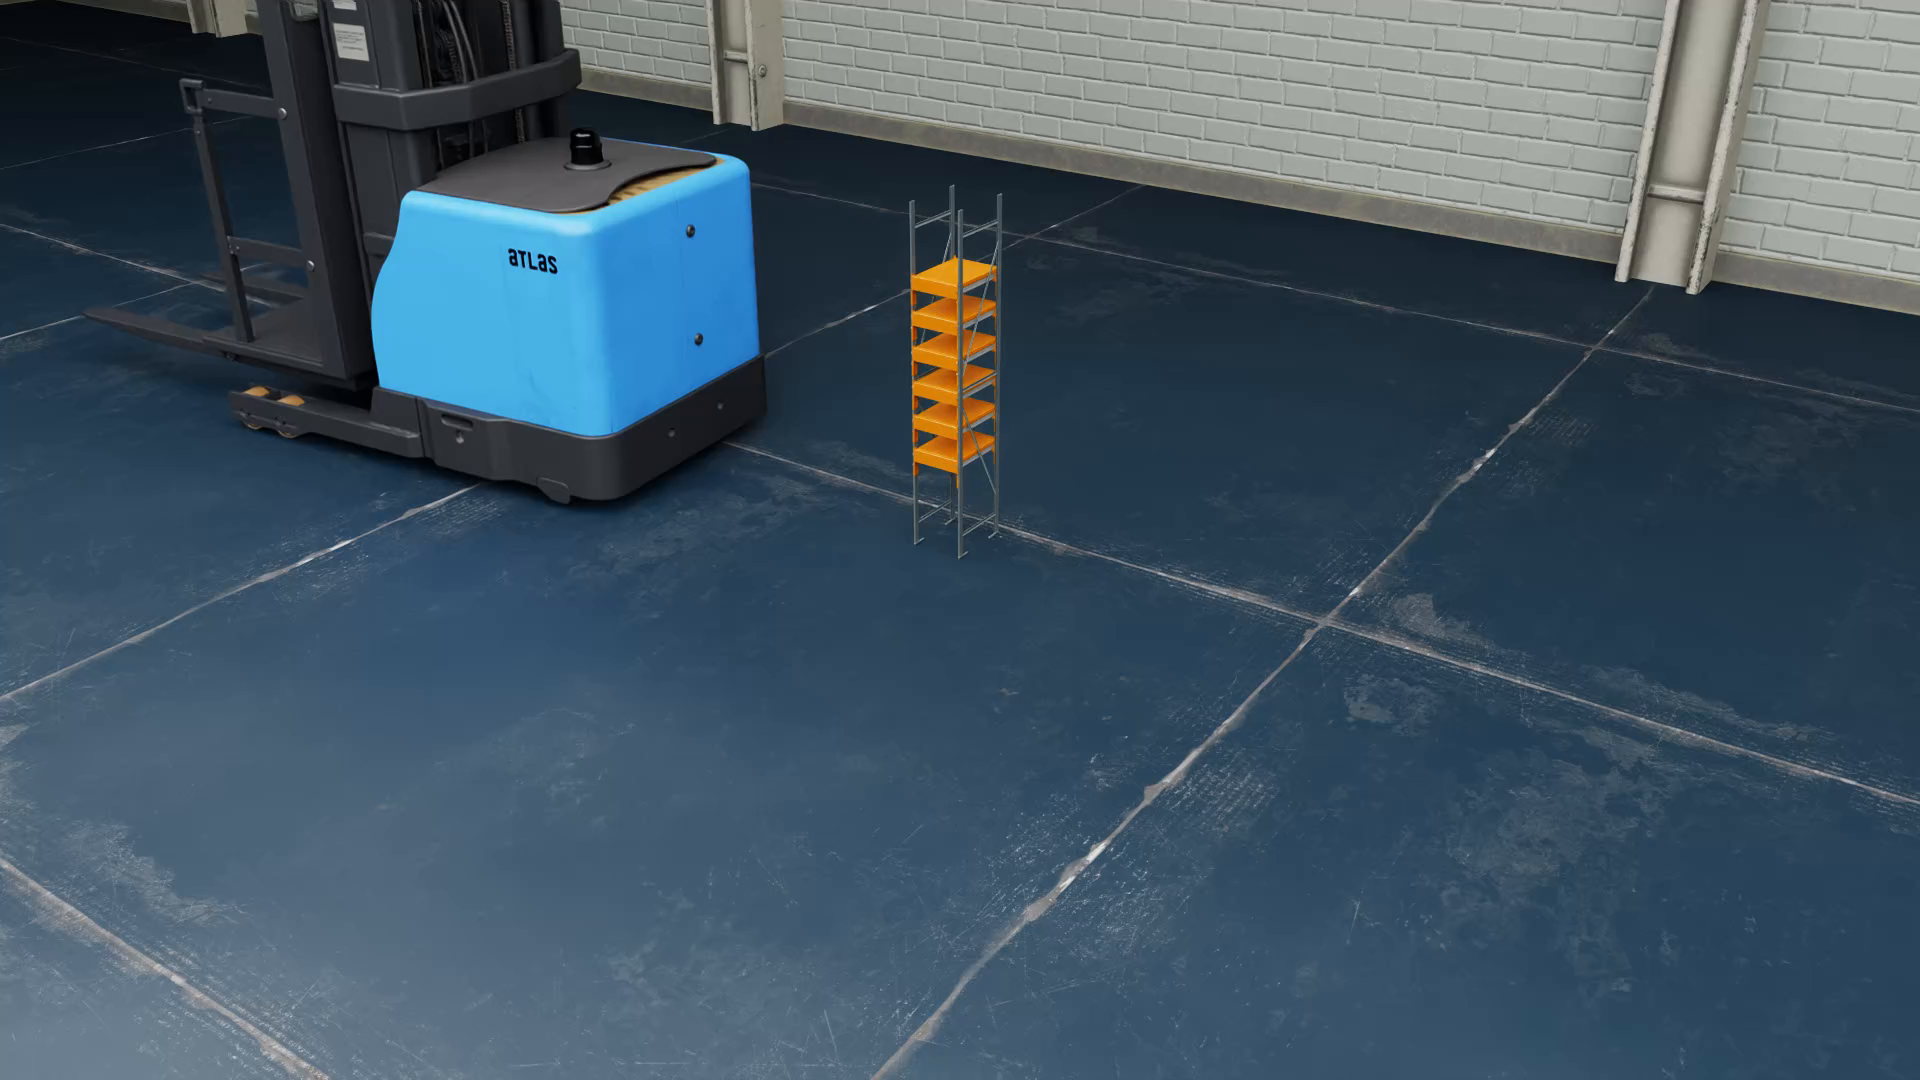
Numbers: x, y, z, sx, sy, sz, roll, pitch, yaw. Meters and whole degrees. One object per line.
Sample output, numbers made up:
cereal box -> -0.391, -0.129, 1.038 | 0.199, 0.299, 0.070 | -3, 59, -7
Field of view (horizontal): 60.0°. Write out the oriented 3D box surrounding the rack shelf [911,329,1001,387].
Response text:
rack shelf -> -0.012, -0.606, 5.451 | 0.180, 0.103, 0.258 | 17, 32, 30

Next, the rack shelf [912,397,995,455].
rack shelf -> -0.012, -0.392, 5.560 | 0.180, 0.103, 0.258 | 17, 32, 30

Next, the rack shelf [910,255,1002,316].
rack shelf -> -0.012, -0.820, 5.342 | 0.180, 0.103, 0.258 | 17, 32, 30

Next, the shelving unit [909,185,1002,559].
shelving unit -> -0.012, -0.538, 5.485 | 0.189, 1.200, 0.258 | 17, 32, 30

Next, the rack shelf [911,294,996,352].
rack shelf -> -0.012, -0.713, 5.396 | 0.180, 0.103, 0.258 | 17, 32, 30

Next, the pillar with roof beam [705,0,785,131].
pillar with roof beam -> -3.869, -5.245, 6.134 | 0.400, 9.000, 9.100 | 17, 32, 30

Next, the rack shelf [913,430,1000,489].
rack shelf -> -0.012, -0.285, 5.614 | 0.180, 0.103, 0.258 | 17, 32, 30

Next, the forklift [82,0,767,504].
forklift -> -2.311, -1.899, 6.251 | 3.031, 2.935, 1.130 | 14, 30, 25

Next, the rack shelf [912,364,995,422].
rack shelf -> -0.012, -0.499, 5.505 | 0.180, 0.103, 0.258 | 17, 32, 30

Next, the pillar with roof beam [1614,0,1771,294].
pillar with roof beam -> 1.077, -3.704, 3.106 | 0.400, 9.000, 9.100 | 17, 32, 30

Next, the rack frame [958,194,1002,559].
rack frame -> 0.063, -0.515, 5.439 | 0.006, 1.200, 0.240 | 17, 32, 30

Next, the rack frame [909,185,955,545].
rack frame -> -0.087, -0.562, 5.531 | 0.006, 1.200, 0.240 | 17, 32, 30

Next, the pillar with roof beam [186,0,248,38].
pillar with roof beam -> -8.815, -6.785, 9.161 | 0.400, 9.000, 9.100 | 17, 32, 30
